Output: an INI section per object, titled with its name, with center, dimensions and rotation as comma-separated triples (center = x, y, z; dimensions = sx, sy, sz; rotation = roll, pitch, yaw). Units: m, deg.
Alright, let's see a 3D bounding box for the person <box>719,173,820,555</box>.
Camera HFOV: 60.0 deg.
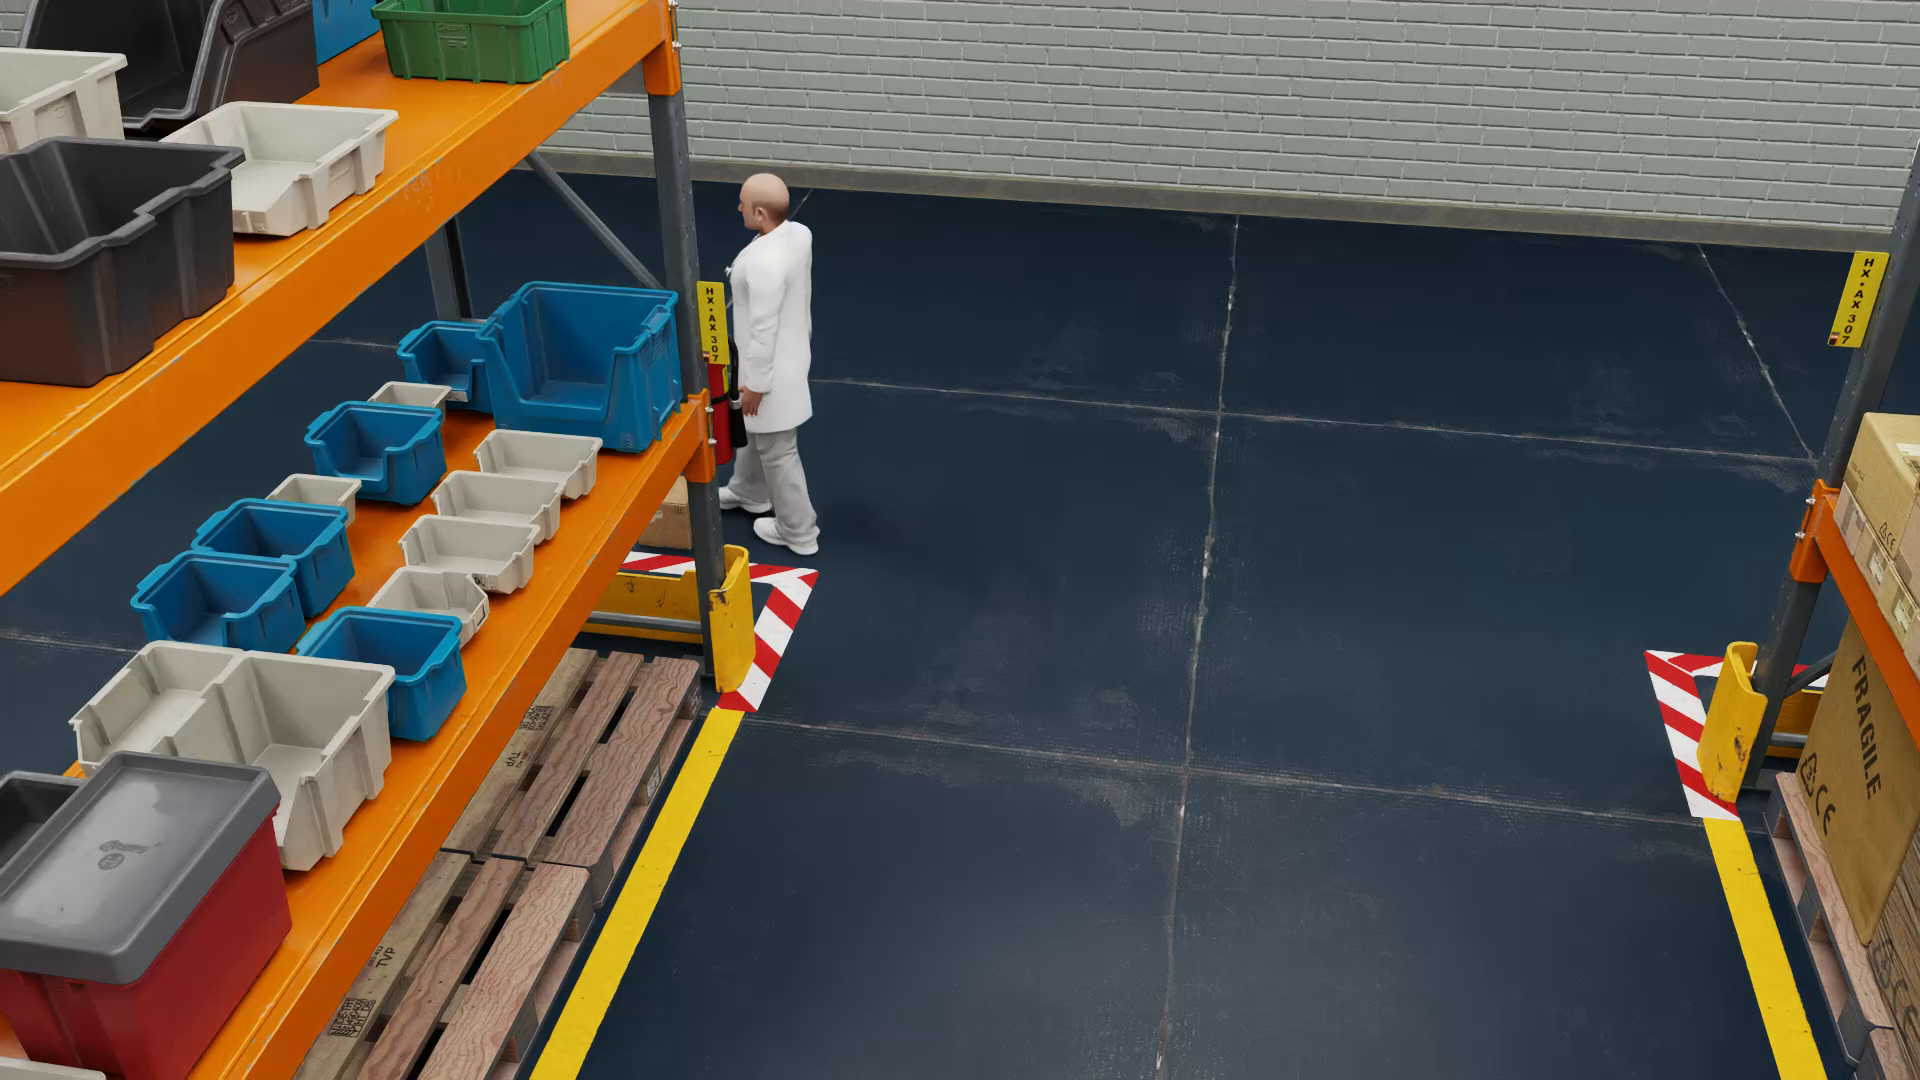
[person]
center = -0.972, -0.795, 7.411
dimensions = 0.695, 1.776, 0.593
rotation = 6, 33, 10
